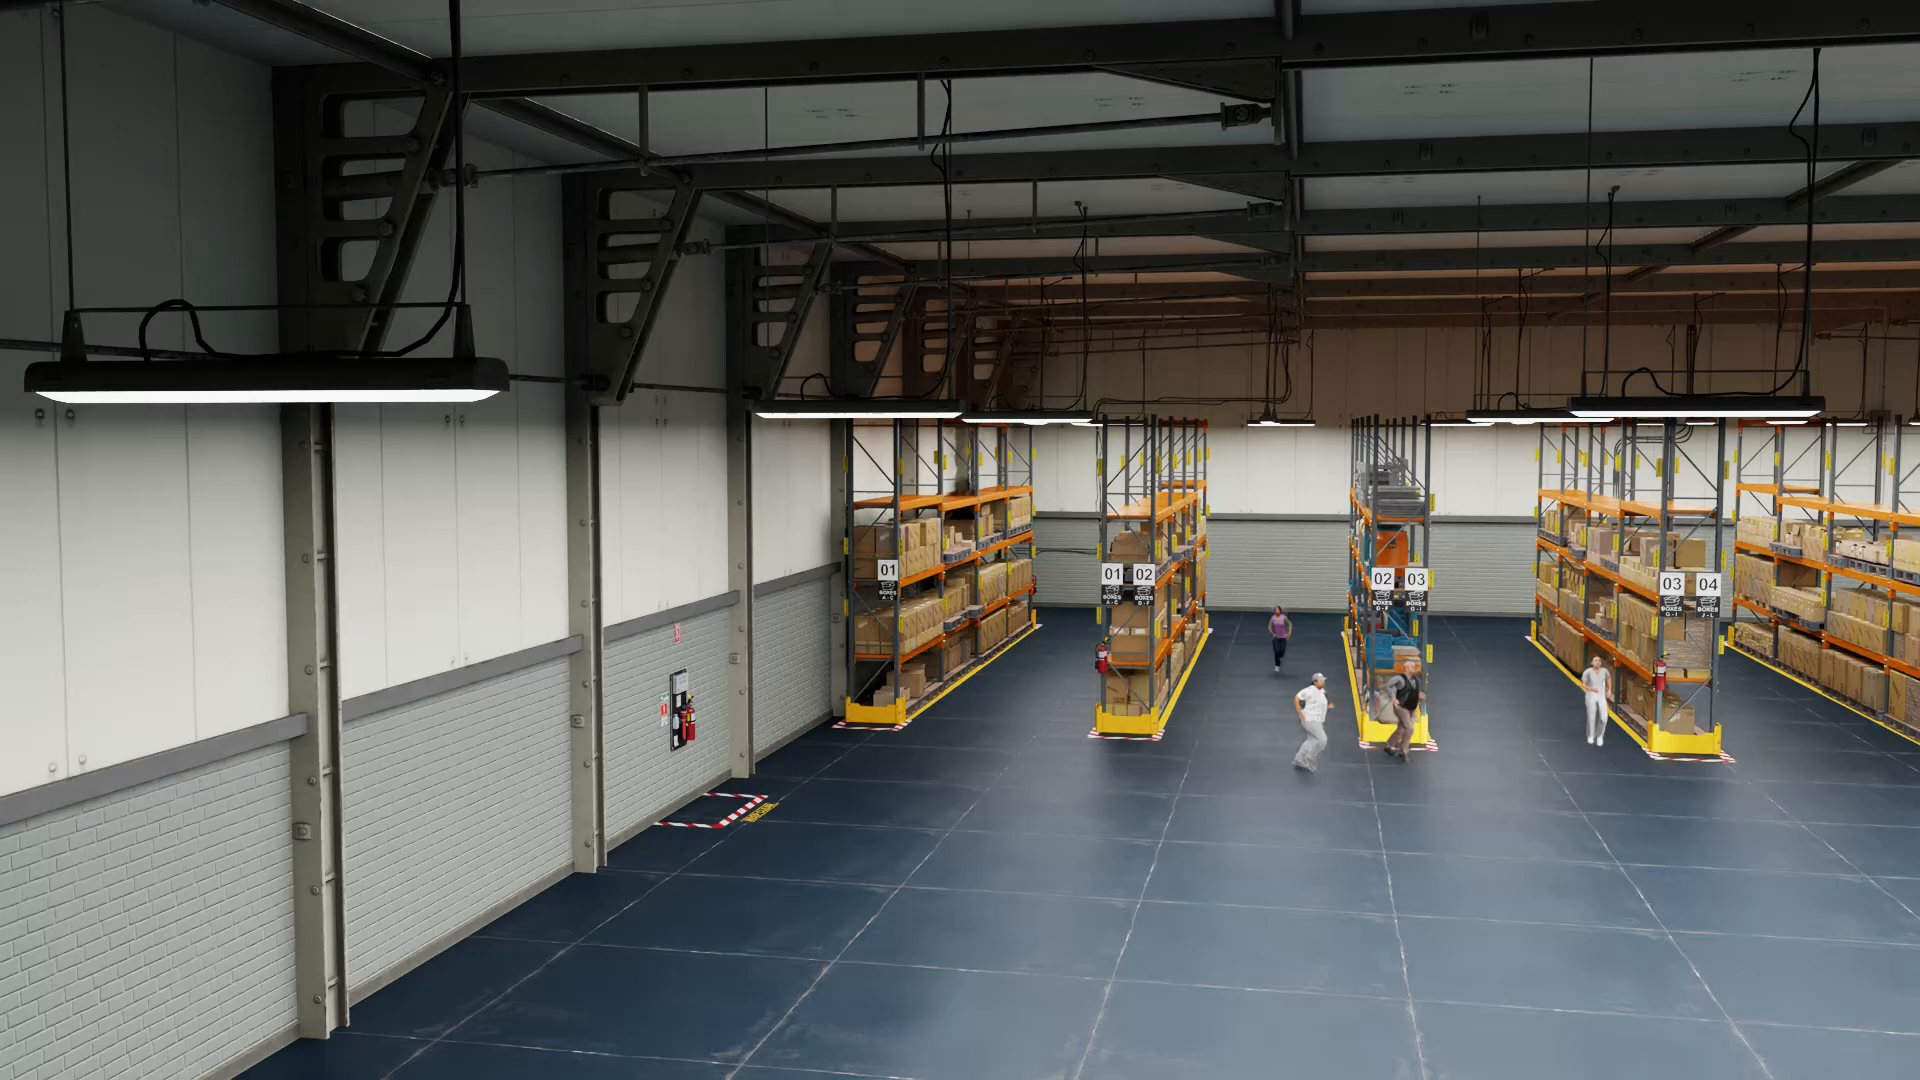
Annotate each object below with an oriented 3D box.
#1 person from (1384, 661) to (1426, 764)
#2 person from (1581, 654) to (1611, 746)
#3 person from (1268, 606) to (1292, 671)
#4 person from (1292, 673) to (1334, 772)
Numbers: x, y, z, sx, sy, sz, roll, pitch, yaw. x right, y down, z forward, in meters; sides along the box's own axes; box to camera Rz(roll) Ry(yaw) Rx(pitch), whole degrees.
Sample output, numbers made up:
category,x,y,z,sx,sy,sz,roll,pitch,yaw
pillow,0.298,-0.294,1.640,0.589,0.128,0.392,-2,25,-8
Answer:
category,x,y,z,sx,sy,sz,roll,pitch,yaw
person,7.718,2.969,28.846,0.649,1.757,0.787,-3,5,-37
person,11.518,2.899,30.061,0.579,1.680,0.674,0,4,5
person,7.564,2.332,39.373,0.560,1.558,0.605,1,4,14
person,5.917,3.049,27.870,0.726,1.658,0.588,3,5,39
